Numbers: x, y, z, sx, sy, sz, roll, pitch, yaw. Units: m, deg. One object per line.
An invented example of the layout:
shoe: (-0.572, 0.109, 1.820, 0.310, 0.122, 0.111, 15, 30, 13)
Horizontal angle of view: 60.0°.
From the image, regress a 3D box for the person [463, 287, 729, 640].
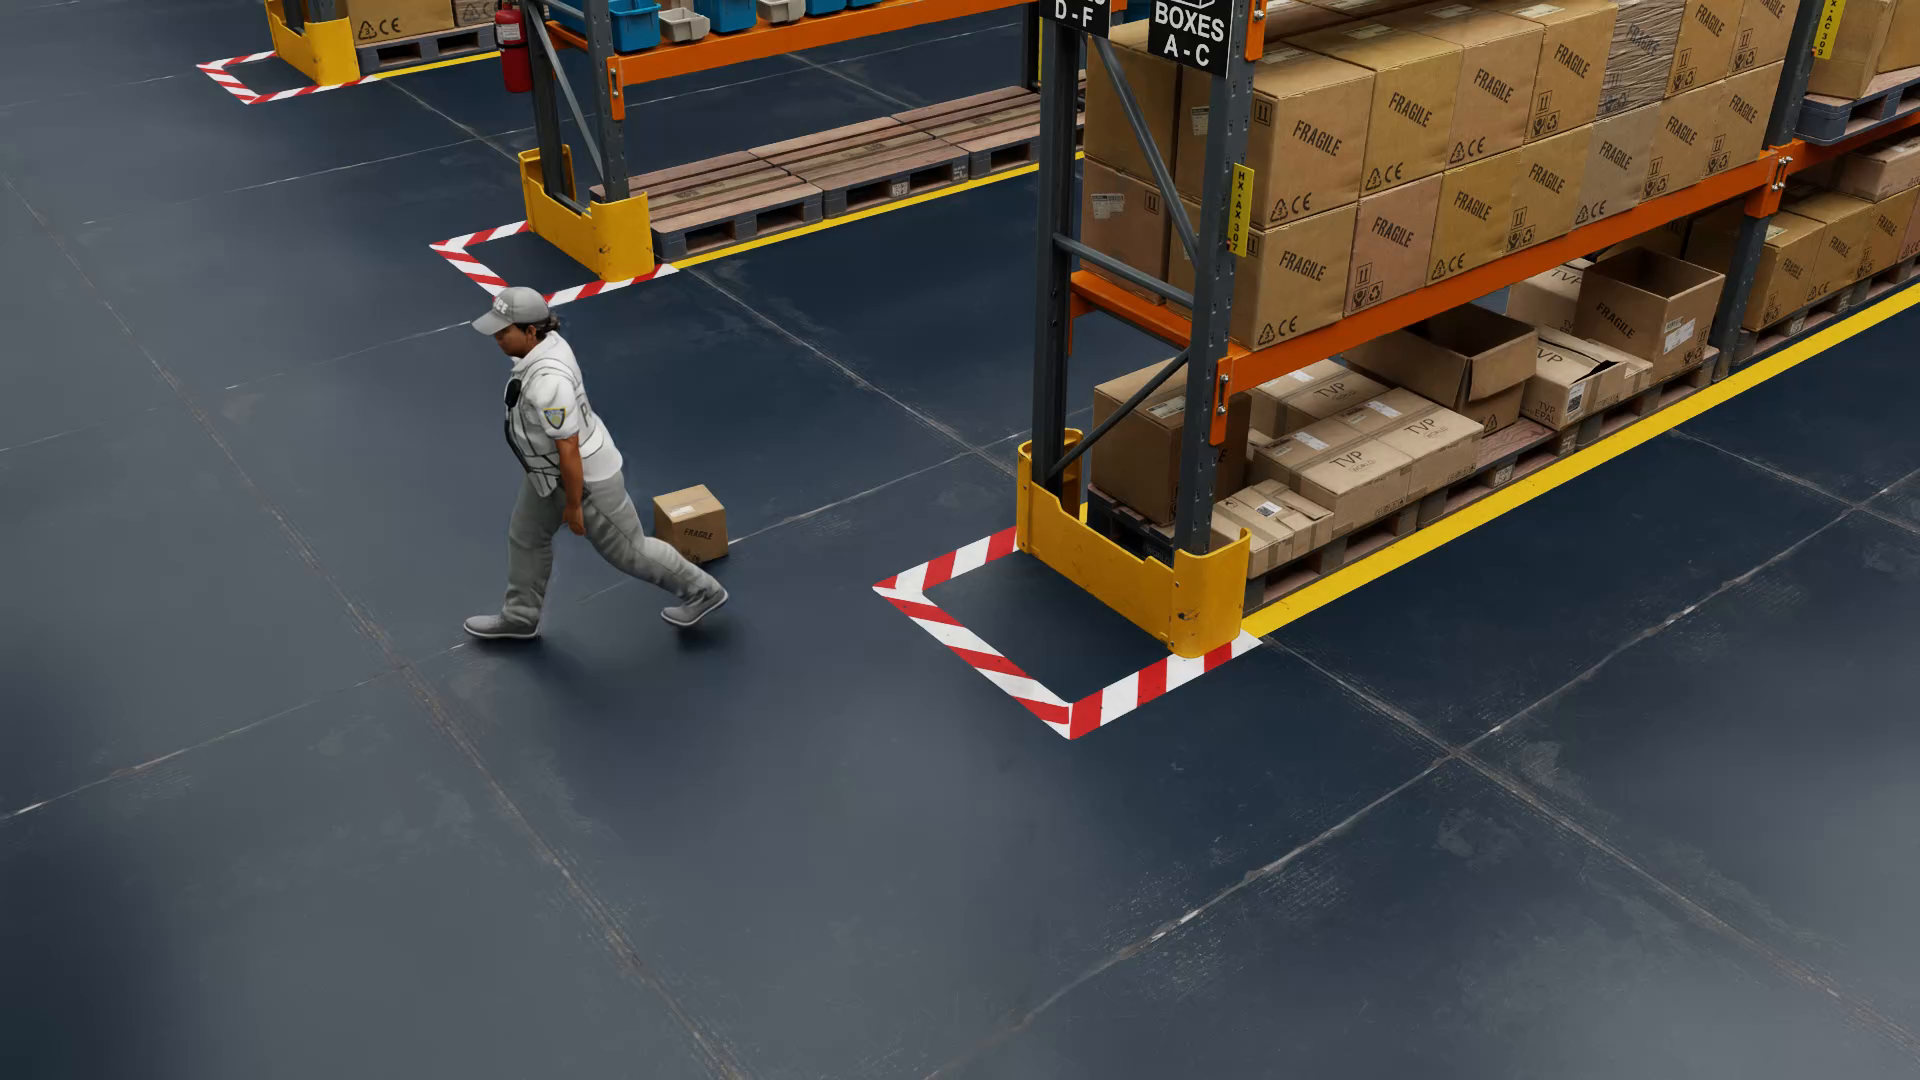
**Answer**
person: (-1.522, -0.268, 6.597, 1.061, 1.599, 0.486, -12, 34, -18)
